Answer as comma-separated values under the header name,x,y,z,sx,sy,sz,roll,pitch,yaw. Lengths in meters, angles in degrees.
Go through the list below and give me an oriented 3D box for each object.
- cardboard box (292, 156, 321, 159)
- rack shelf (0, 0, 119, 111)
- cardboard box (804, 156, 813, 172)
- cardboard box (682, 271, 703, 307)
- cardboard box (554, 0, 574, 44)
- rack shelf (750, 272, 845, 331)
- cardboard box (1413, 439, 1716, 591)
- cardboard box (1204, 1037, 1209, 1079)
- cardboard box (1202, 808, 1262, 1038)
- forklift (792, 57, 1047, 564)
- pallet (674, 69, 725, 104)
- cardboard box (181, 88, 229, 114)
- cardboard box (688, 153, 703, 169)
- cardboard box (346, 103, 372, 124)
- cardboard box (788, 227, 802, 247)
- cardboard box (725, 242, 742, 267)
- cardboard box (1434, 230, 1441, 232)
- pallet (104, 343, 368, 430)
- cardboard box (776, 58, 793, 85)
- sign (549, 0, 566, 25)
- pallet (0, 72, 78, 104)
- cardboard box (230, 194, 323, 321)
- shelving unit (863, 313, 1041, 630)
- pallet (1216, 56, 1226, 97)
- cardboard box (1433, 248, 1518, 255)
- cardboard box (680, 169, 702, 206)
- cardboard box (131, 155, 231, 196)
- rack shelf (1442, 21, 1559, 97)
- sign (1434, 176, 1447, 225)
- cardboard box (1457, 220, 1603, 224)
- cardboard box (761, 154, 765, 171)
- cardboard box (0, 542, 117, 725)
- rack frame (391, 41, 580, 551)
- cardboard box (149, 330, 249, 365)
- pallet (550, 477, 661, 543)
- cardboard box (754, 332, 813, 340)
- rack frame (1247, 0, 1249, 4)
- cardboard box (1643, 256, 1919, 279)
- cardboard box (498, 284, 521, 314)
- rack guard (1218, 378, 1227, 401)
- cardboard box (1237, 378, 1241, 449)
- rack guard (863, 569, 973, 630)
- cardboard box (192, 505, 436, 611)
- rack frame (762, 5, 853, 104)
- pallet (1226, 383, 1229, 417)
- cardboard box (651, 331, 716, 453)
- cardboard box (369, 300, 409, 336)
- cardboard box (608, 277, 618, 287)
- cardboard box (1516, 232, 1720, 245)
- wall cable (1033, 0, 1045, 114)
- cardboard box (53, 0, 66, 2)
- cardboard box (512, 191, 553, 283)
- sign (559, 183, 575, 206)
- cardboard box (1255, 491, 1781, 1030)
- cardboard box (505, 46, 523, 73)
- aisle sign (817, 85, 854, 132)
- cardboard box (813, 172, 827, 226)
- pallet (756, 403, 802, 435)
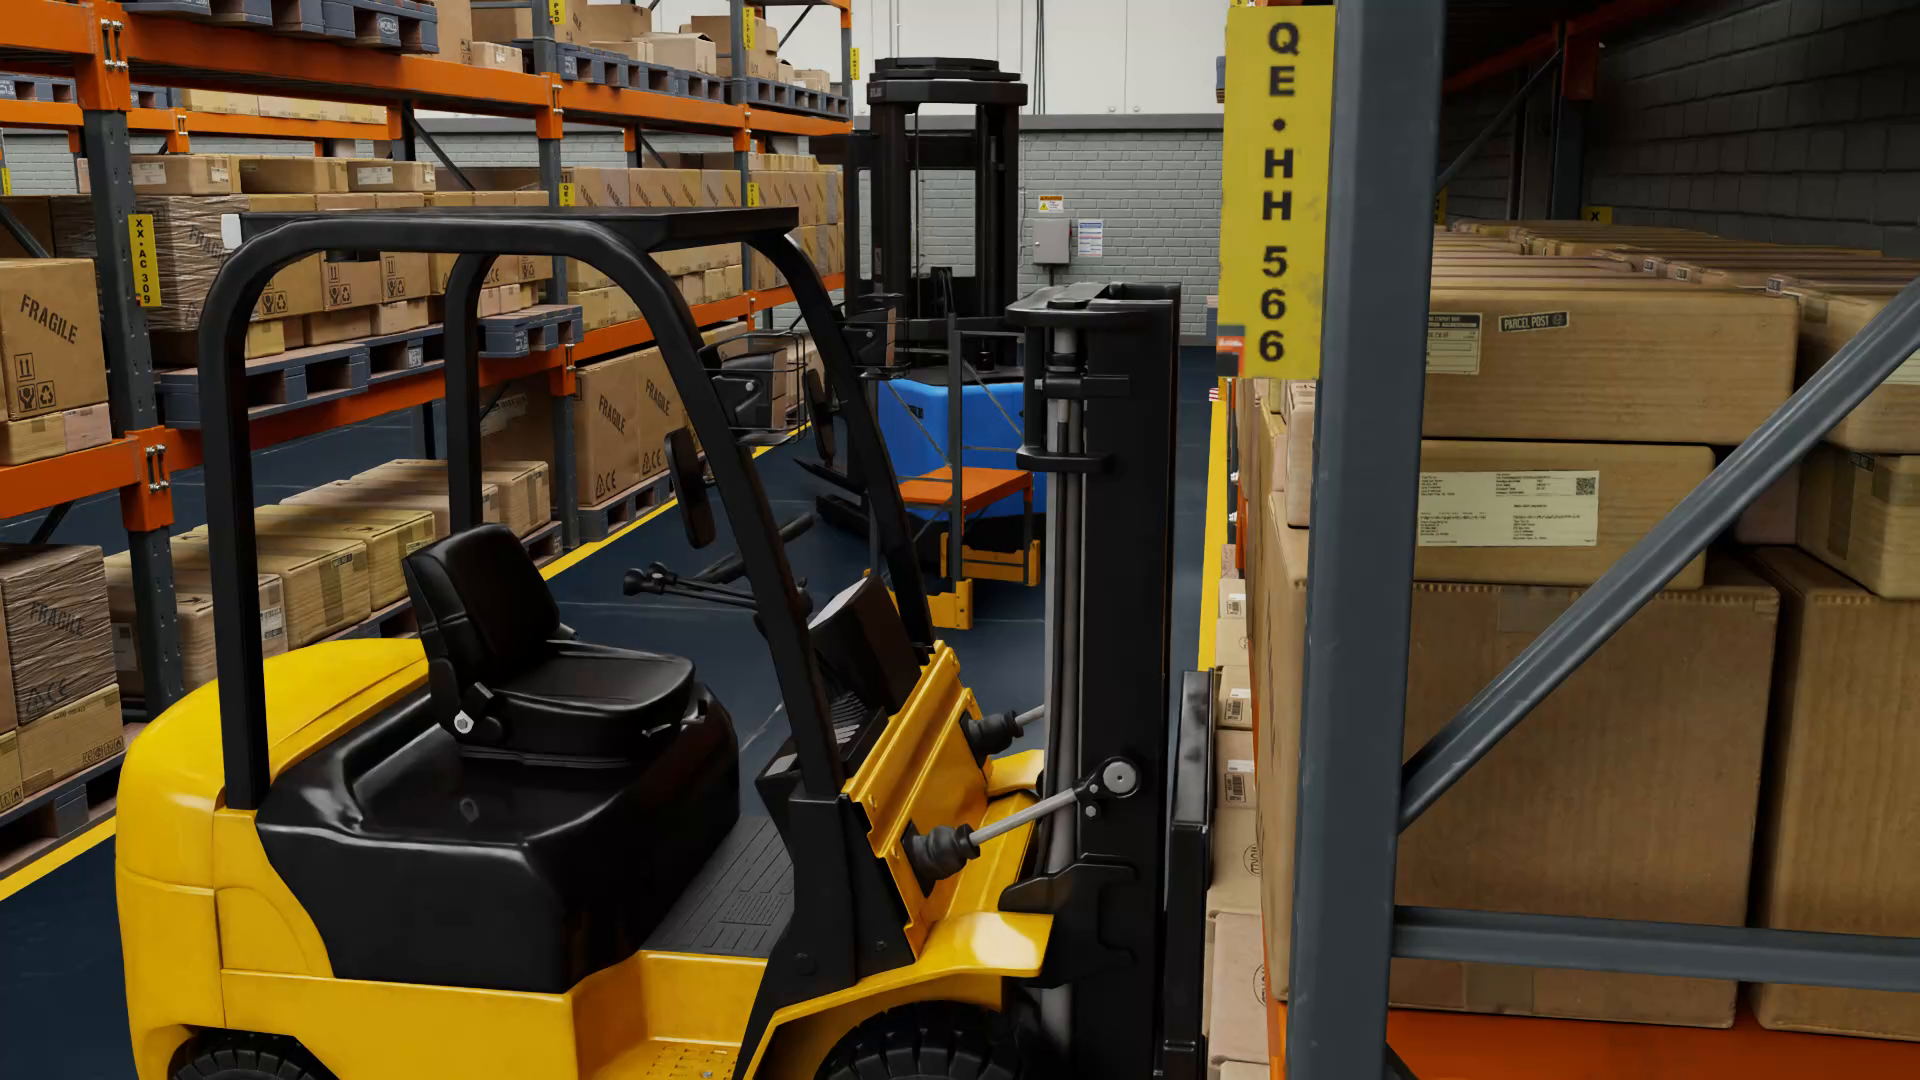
name,x,y,z,sx,sy,sz,roll,pitch,yaw
cardboard box,-6.585,-3.490,16.249,0.500,0.500,0.500,1,12,7
rack shelf,-3.780,-1.295,3.971,1.077,0.370,4.000,2,12,9
cardboard box,-1.626,-3.601,15.932,0.380,0.149,0.250,2,12,10
cardboard box,-2.237,-1.877,12.438,0.500,0.250,0.500,2,12,7
cardboard box,-2.892,-3.362,10.620,0.700,0.500,0.500,1,12,6
rack shelf,-1.934,-2.327,15.878,1.077,0.370,4.000,2,12,9
cardboard box,0.594,-0.051,1.834,0.380,0.149,0.250,2,12,9
cardboard box,0.730,0.967,3.231,0.500,0.250,0.500,2,12,7
cardboard box,0.721,0.728,3.151,0.500,0.250,0.500,2,12,9
forklift,-0.310,-1.562,10.783,1.130,2.935,3.031,-5,13,-24
pallet,-2.334,-3.442,12.681,0.805,0.209,1.217,1,12,6
cardboard box,-6.816,-3.882,14.624,0.500,0.250,0.500,3,12,12
cardboard box,-2.361,-3.243,14.270,0.380,0.149,0.250,2,12,10
cardboard box,-6.413,-4.417,17.107,0.500,0.250,0.500,2,12,9
cardboard box,-1.747,-2.608,15.238,0.500,0.500,0.500,2,12,9
cardboard box,-2.069,-2.334,13.371,0.500,0.250,0.500,2,12,9
cardboard box,0.955,-0.676,4.025,0.380,0.149,0.250,2,12,8
pallet,-3.211,-0.657,6.879,1.003,0.211,1.213,2,12,9
cardboard box,-1.906,-4.462,15.934,0.500,0.311,0.500,2,12,10
sign,-2.321,-3.131,9.552,0.100,0.325,0.005,2,12,9
pallet,-7.505,-3.435,12.638,1.213,0.211,1.003,2,12,9
cardboard box,-3.040,-1.189,6.950,0.500,0.500,0.500,2,12,9
shelving unit,-0.024,-0.406,8.816,0.587,1.500,1.083,5,13,22
pallet,2.337,-3.127,11.210,1.213,0.211,1.003,2,12,9
cardboard box,0.728,-0.412,2.801,0.380,0.149,0.250,2,12,10
cardboard box,-2.232,-2.486,12.297,0.500,0.500,0.500,2,12,10
cardboard box,-3.050,-1.400,6.389,0.380,0.149,0.250,2,12,8
rack shelf,1.741,-1.968,7.092,1.077,0.370,4.000,2,12,9
sign,2.597,-1.818,9.062,0.100,0.325,0.005,2,12,9
cardboard box,1.683,-0.872,4.936,0.380,0.149,0.250,2,12,9
cardboard box,-1.916,-3.283,14.455,0.380,0.149,0.250,2,12,8
cardboard box,-3.298,0.307,5.697,0.500,0.500,0.500,2,12,8
rack frame,-2.857,-1.429,10.006,1.000,3.000,0.127,2,12,9
cardboard box,-3.075,-0.784,6.611,0.380,0.149,0.250,2,12,9
pallet,-2.661,-0.228,11.050,1.003,0.211,1.213,2,12,9
cardboard box,-1.629,-1.907,17.307,0.875,0.438,0.875,1,12,7
rack frame,2.048,-4.202,8.632,1.000,3.000,0.127,2,12,9
cardboard box,1.234,-0.338,2.460,0.380,0.149,0.250,2,12,9
cardboard box,-2.639,-1.324,9.117,0.380,0.149,0.250,2,12,8
rack guard,3.267,-1.697,17.181,1.175,0.500,0.348,2,12,9
cardboard box,1.252,-0.477,5.942,0.500,0.250,0.500,2,12,10
rack guard,-0.217,0.302,8.499,0.587,0.250,0.087,5,13,22
cardboard box,-3.181,0.079,8.249,0.950,0.372,0.625,2,12,11
rack frame,-1.627,-6.027,17.102,1.000,3.000,0.127,2,12,9
pallet,3.145,-1.390,16.441,1.003,0.211,1.213,2,12,9
cardboard box,-2.389,-1.109,12.565,0.875,0.875,0.875,2,12,10
cardboard box,-2.847,-1.055,7.866,0.380,0.149,0.250,2,12,11
cardboard box,-2.454,-1.806,10.921,0.500,0.250,0.500,2,12,10
cardboard box,1.454,-0.606,3.704,0.380,0.149,0.250,2,12,8
wall cable,2.459,-7.116,22.064,2.988,3.039,0.133,2,12,9
cardboard box,-3.219,-1.865,5.502,0.380,0.149,0.250,2,12,9
cardboard box,-2.652,-1.725,9.439,0.500,0.500,0.500,2,12,7
sign,-2.319,-1.941,9.820,0.100,0.325,0.005,2,12,9
cardboard box,0.634,0.236,2.041,0.500,0.500,0.500,2,12,7
cardboard box,-2.698,-2.701,9.381,0.380,0.149,0.250,2,12,9
aisle sign,-1.309,-4.371,17.483,0.394,0.787,0.004,2,12,9
cardboard box,-1.596,-3.312,16.130,0.500,0.500,0.500,2,12,8
pallet,-2.047,-1.055,14.887,1.003,0.211,1.213,2,12,9
